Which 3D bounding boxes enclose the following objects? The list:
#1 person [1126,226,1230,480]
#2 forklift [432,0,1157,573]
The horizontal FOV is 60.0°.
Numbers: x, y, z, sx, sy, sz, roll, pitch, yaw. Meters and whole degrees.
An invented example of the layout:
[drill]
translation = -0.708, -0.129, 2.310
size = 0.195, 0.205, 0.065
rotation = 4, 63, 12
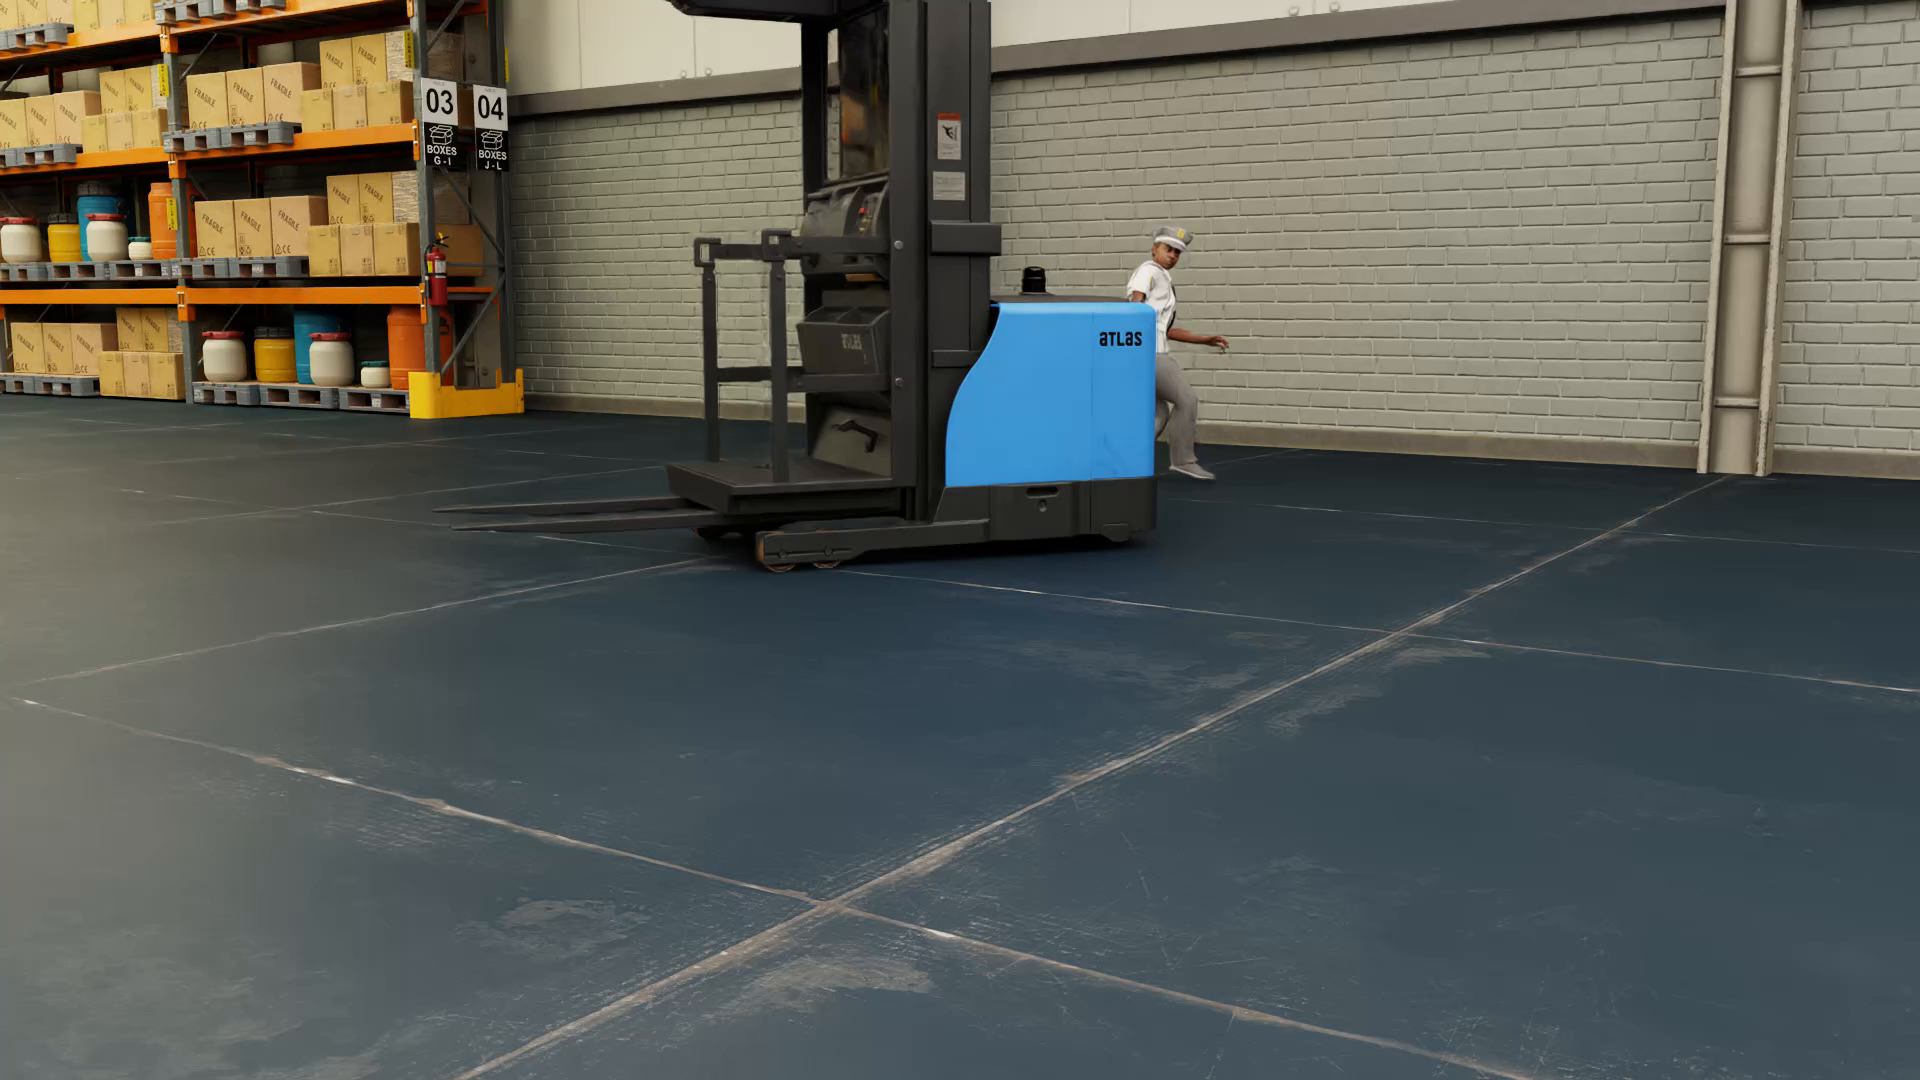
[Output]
[person]
translation = 1.268, -1.090, 9.888
size = 0.762, 1.533, 0.694
rotation = -2, 8, -13
[forklift]
translation = -0.682, -1.404, 7.069
size = 3.031, 2.935, 1.130
rotation = -4, 9, -24
